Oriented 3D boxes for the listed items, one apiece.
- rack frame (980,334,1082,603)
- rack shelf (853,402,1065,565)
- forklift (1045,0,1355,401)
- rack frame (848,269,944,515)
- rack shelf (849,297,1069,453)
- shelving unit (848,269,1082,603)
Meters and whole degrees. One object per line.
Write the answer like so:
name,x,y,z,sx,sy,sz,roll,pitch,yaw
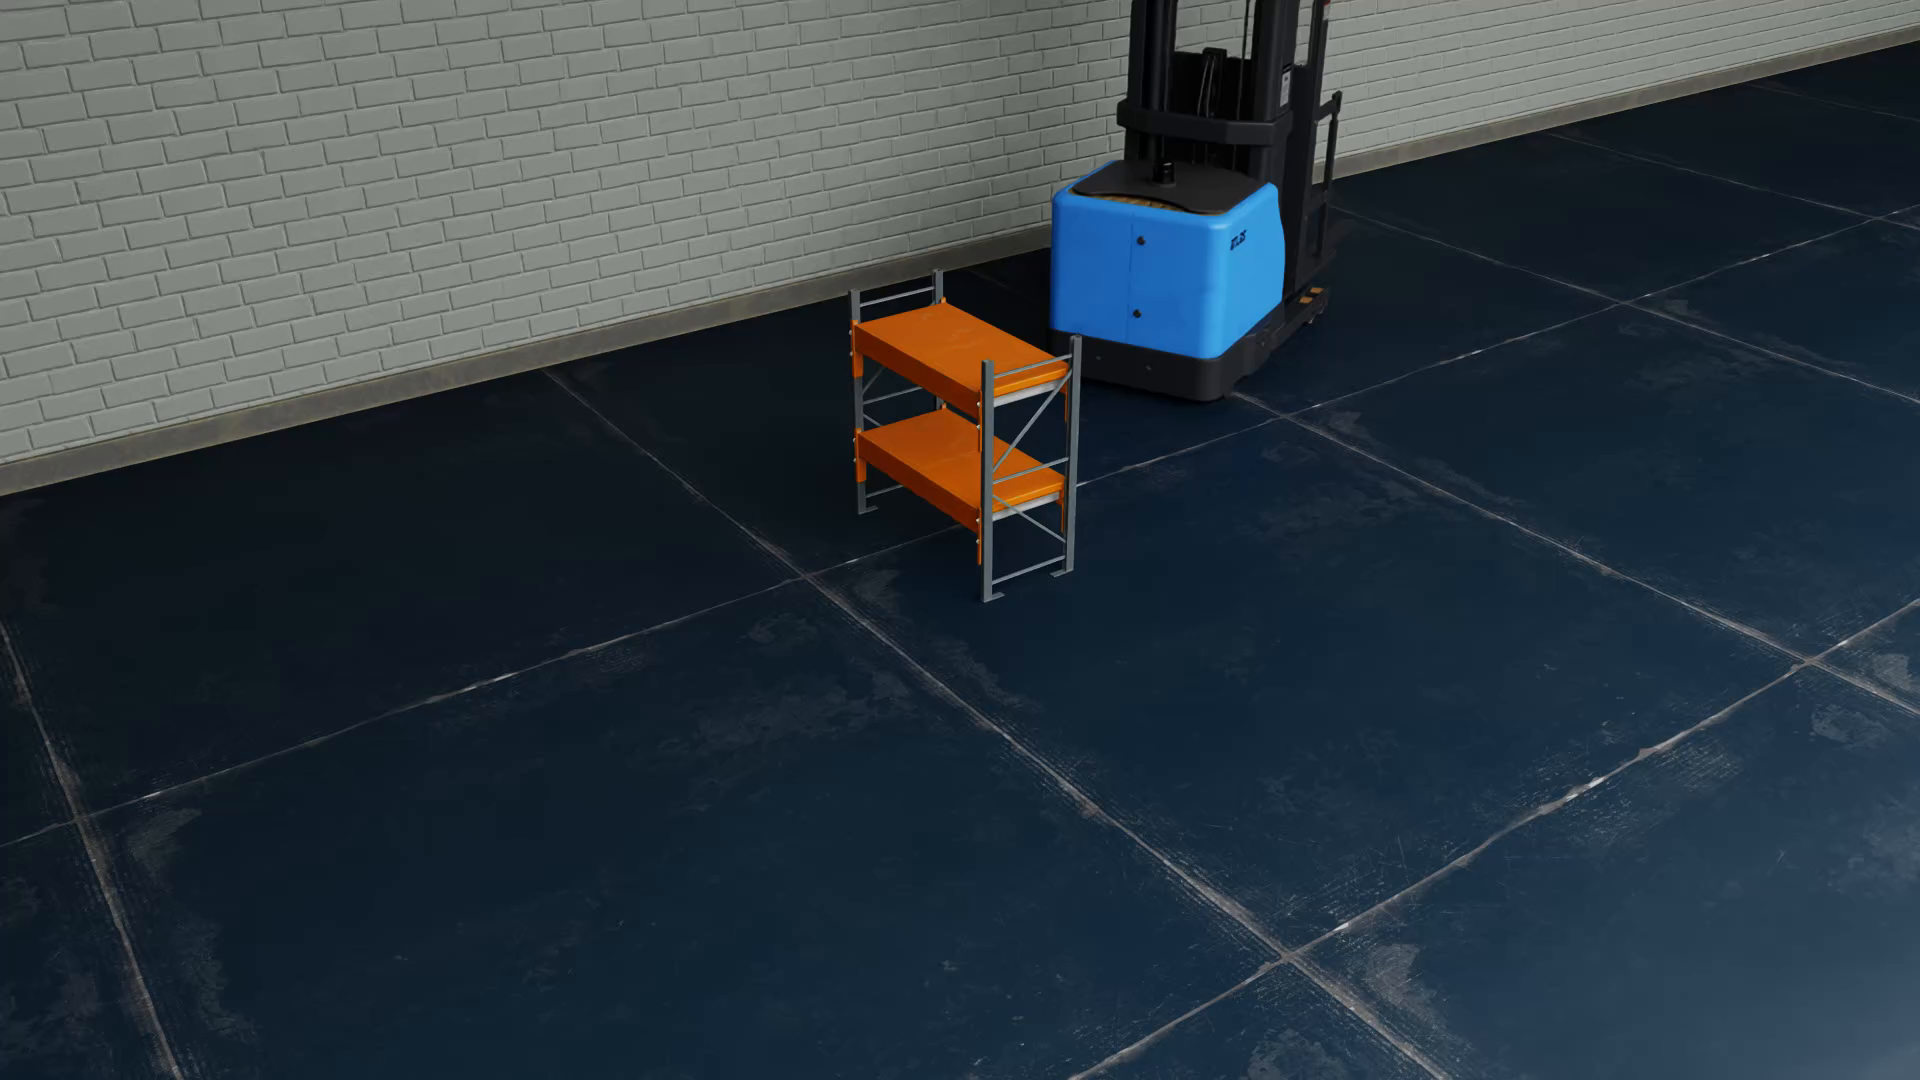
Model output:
rack frame,0.299,-0.294,7.113,0.500,1.125,0.032,-19,34,-31
rack shelf,0.004,-0.277,7.593,0.538,0.278,1.000,-19,34,-31
forklift,1.641,-2.708,9.664,1.130,2.935,3.031,15,32,25
rack frame,-0.291,-0.689,7.841,0.500,1.125,0.032,-19,34,-31
rack shelf,0.004,-0.749,7.337,0.538,0.278,1.000,-19,34,-31
shelving unit,0.004,-0.492,7.477,0.538,1.125,1.048,-19,34,-31
